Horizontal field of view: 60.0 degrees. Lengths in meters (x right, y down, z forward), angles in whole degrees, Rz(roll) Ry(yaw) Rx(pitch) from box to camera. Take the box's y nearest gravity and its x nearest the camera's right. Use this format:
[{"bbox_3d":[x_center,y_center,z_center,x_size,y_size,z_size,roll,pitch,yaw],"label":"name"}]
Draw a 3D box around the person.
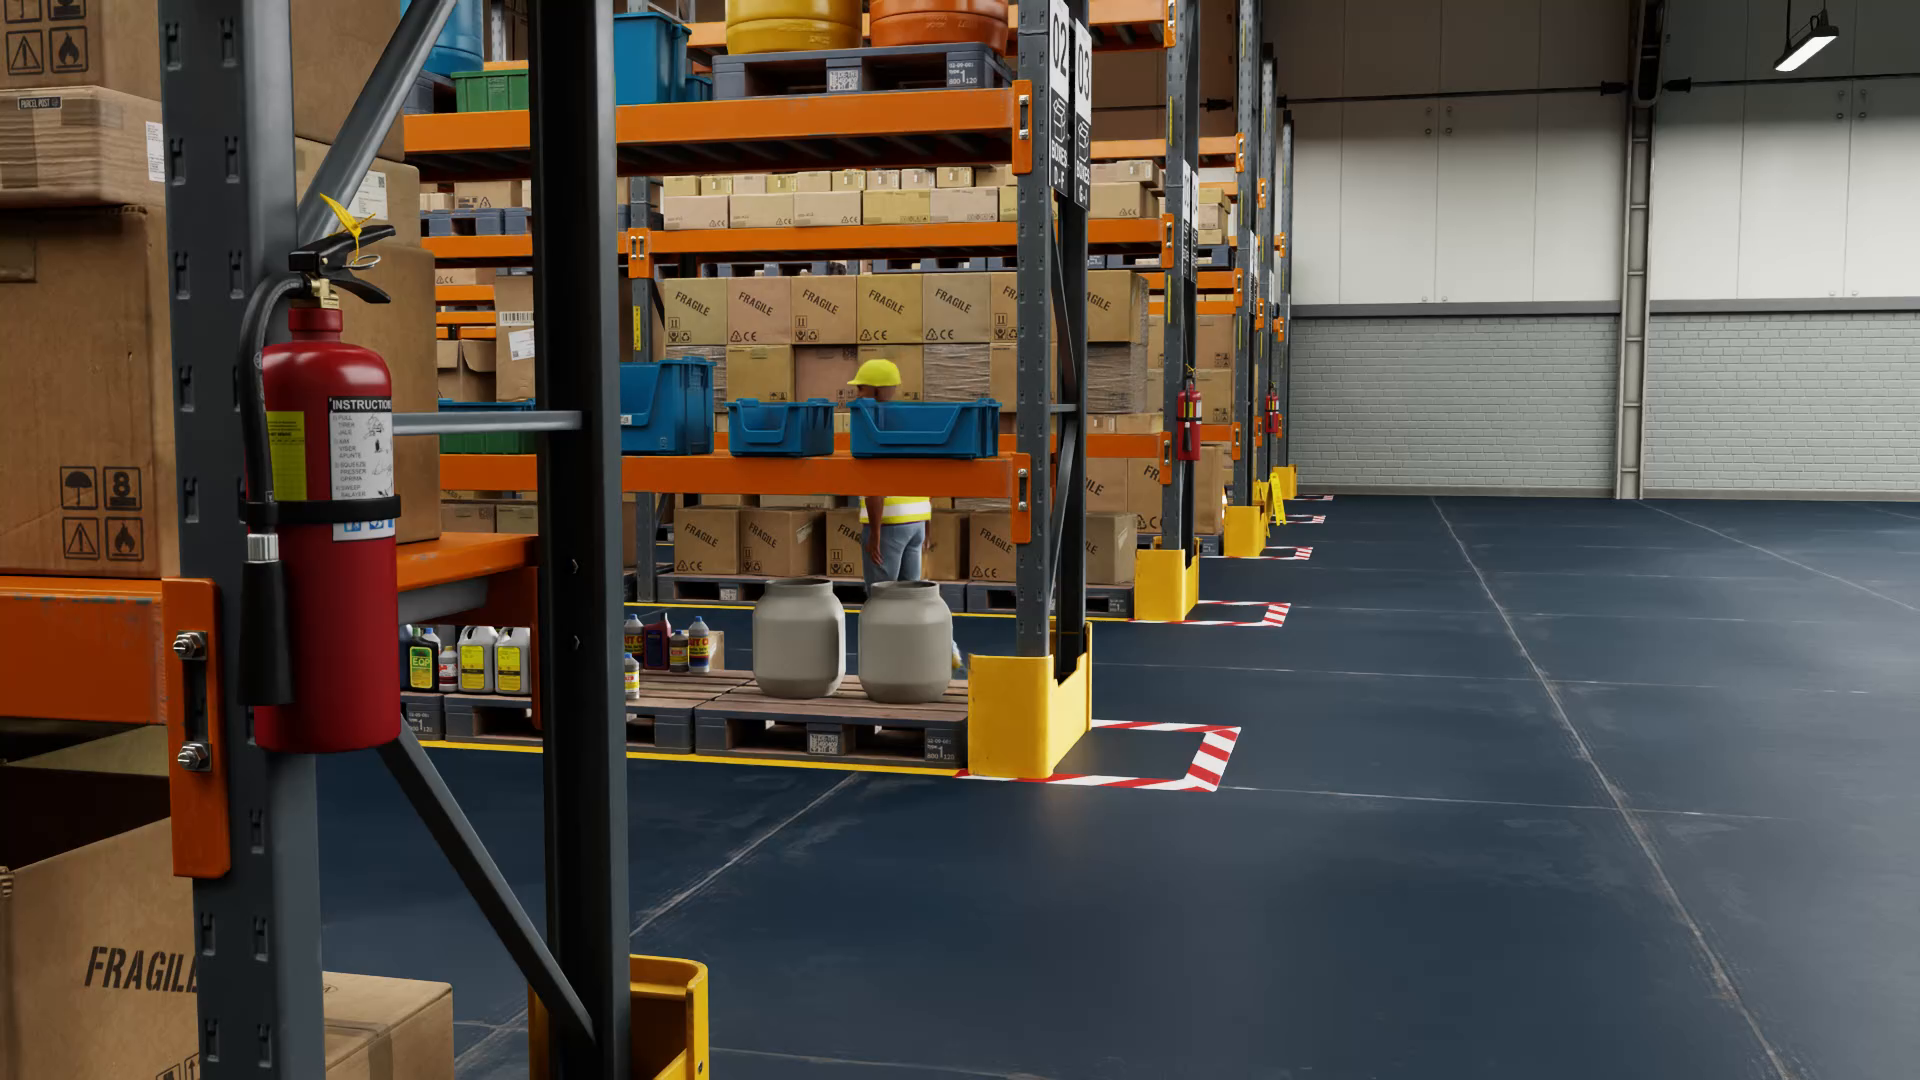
[{"bbox_3d":[-0.297,-0.080,8.850,0.581,1.756,0.610,3,6,31],"label":"person"}]
